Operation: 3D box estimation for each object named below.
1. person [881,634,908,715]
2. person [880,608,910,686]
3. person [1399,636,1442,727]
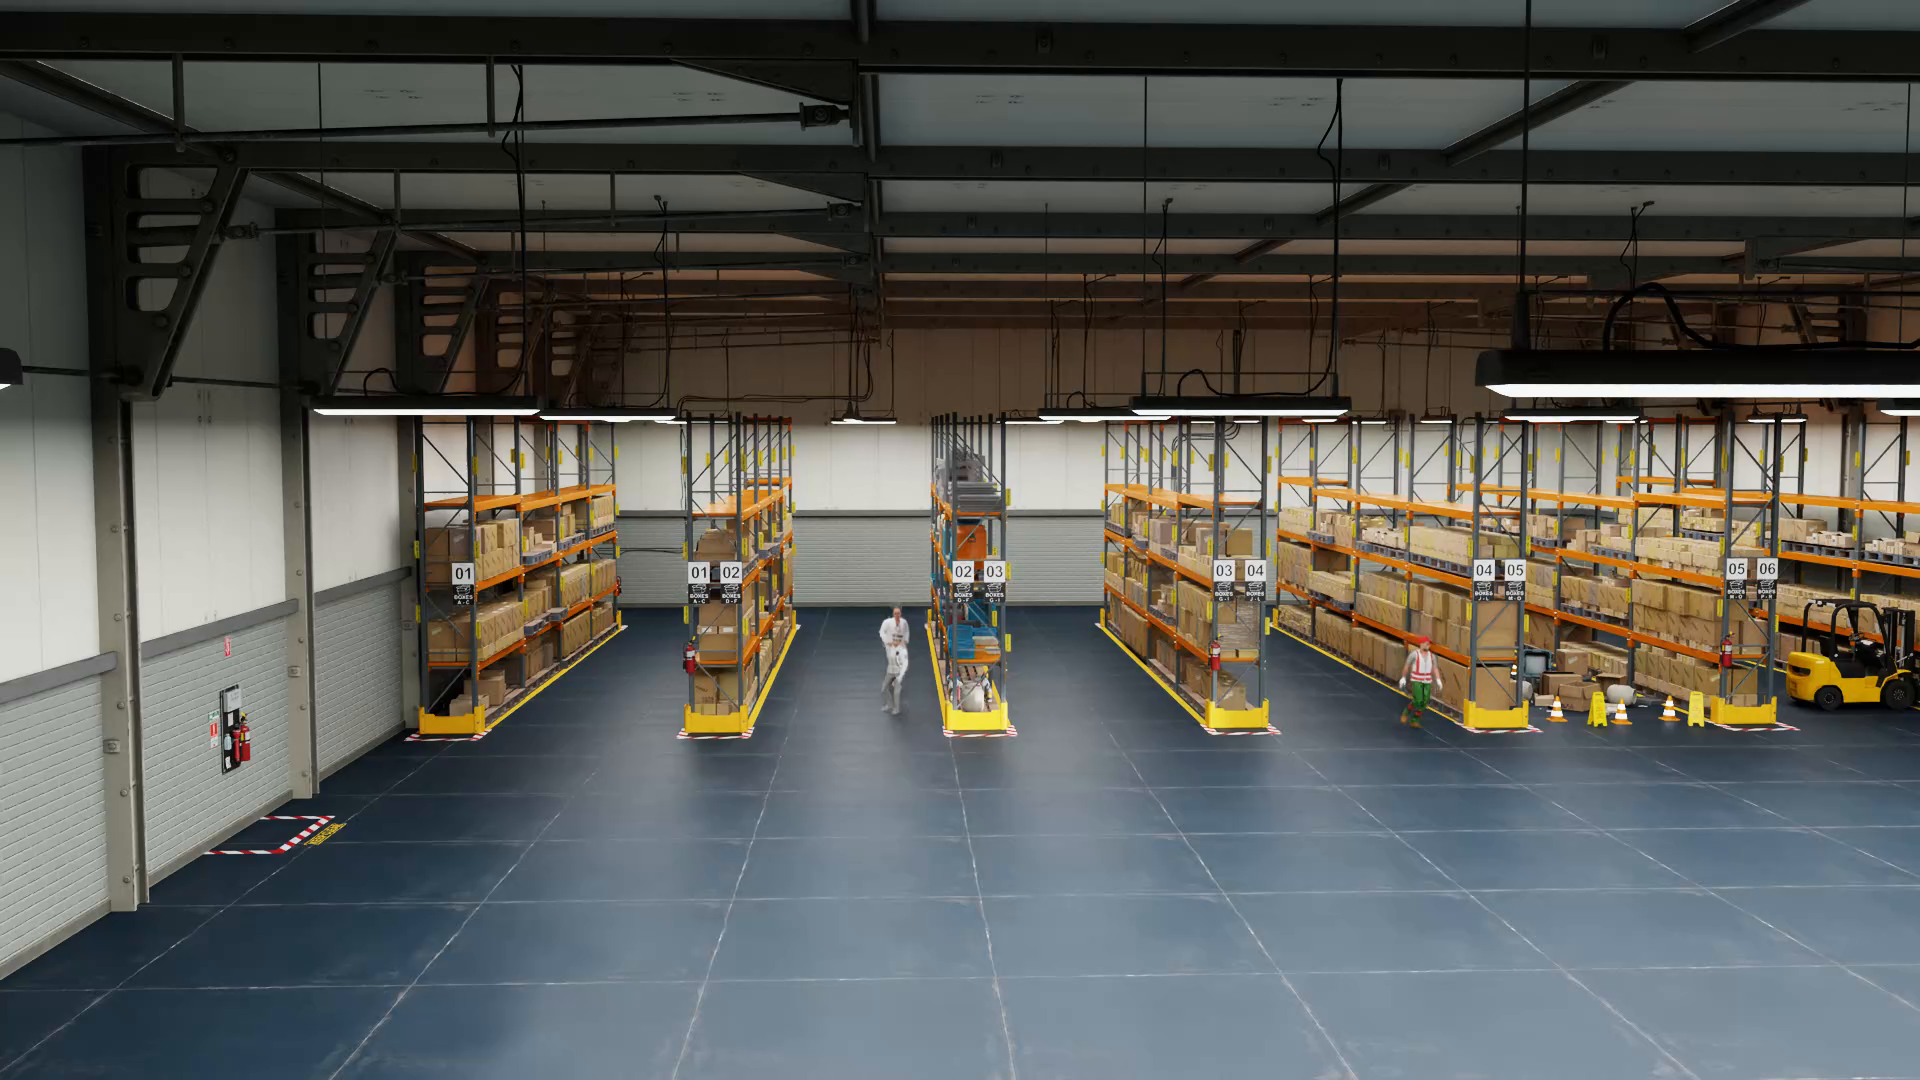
[{"bbox_3d":[-1.302,2.674,33.055,0.721,1.676,0.455,3,5,36],"label":"person"},{"bbox_3d":[-1.456,2.360,36.913,0.707,1.731,0.649,-1,4,-15],"label":"person"},{"bbox_3d":[8.709,2.686,31.441,0.699,1.745,0.548,-1,4,-15],"label":"person"}]
